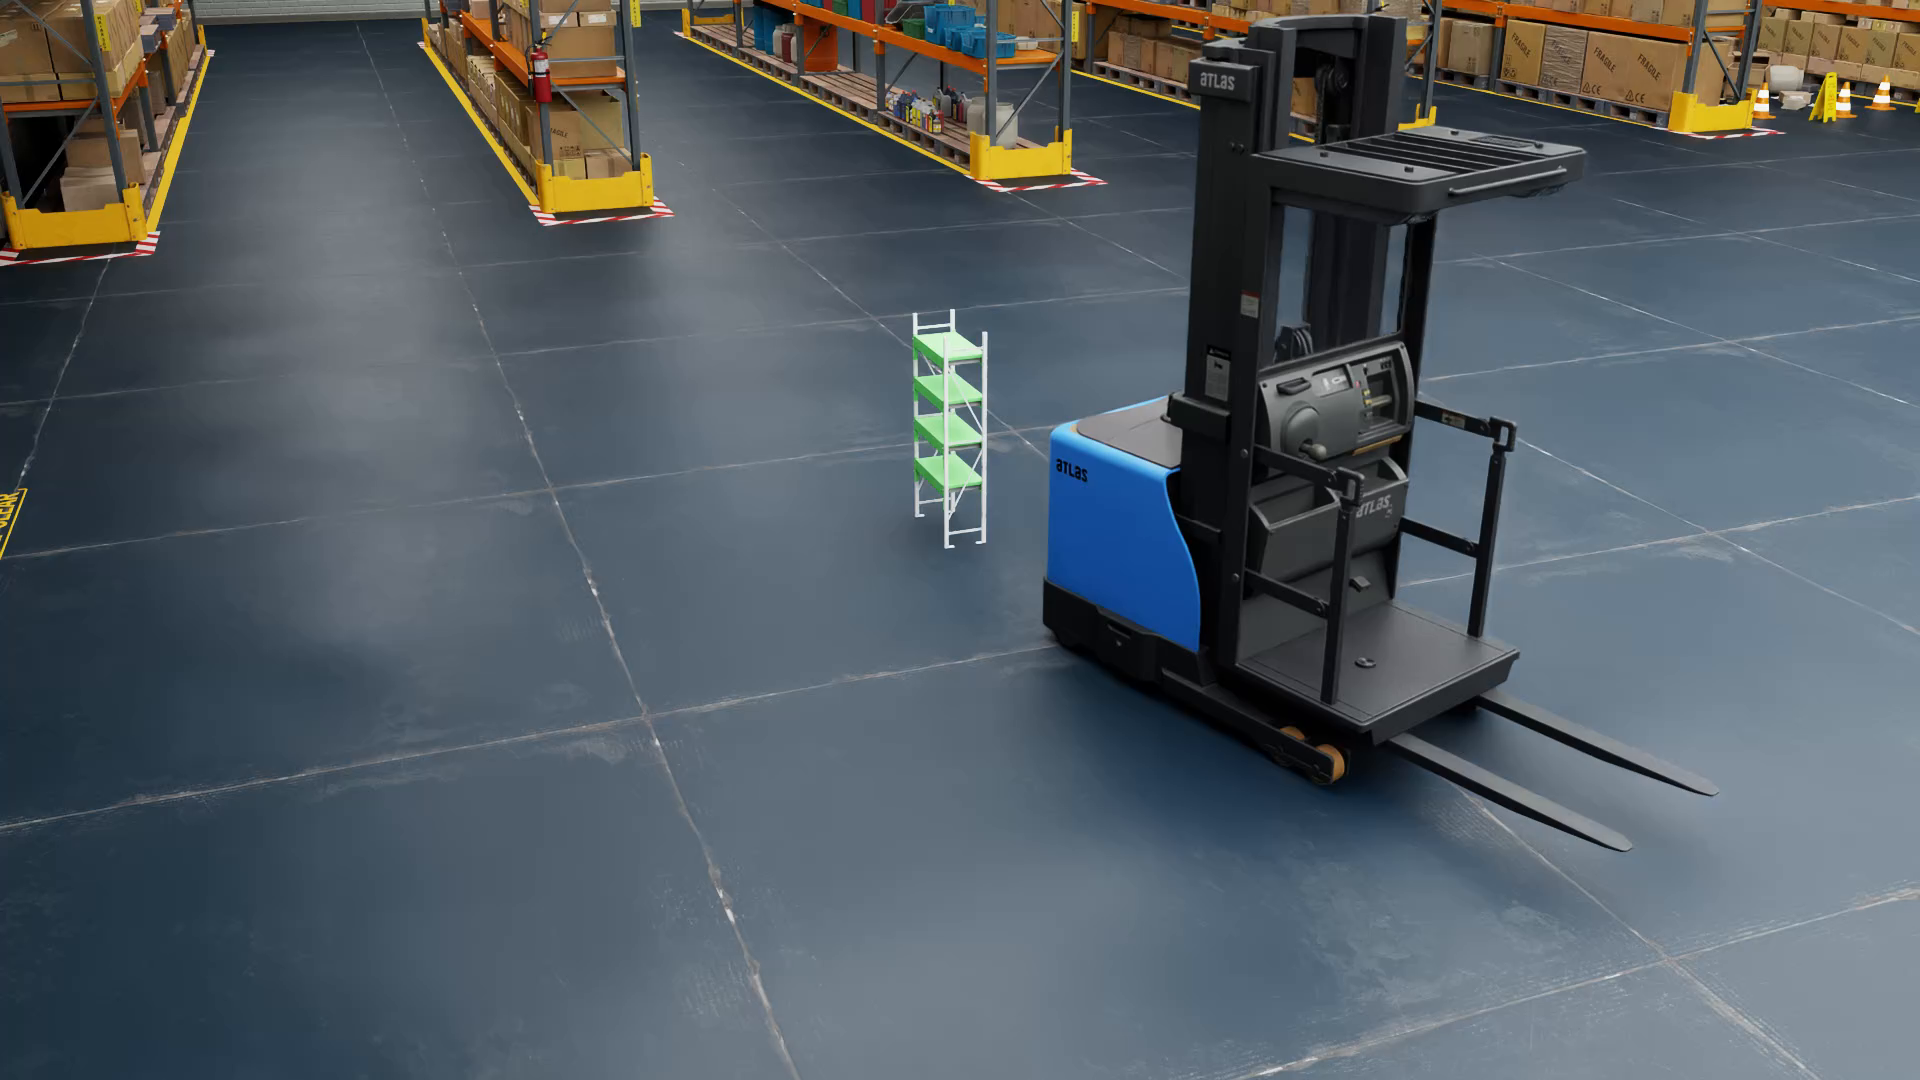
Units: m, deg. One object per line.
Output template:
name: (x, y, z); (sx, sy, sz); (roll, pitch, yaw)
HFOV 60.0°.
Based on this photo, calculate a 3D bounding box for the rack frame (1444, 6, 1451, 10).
rack frame: (10.440, -12.009, 33.880); (1.000, 3.000, 0.127); (-8, 24, -19)

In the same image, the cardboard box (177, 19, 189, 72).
cardboard box: (-12.381, -7.595, 25.635); (0.750, 0.750, 0.750); (-8, 24, -18)

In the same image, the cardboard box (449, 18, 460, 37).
cardboard box: (-7.803, -8.115, 26.329); (0.500, 0.250, 0.500); (-8, 24, -19)

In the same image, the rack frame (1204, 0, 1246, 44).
rack frame: (3.996, -7.742, 23.758); (1.000, 3.000, 0.127); (-8, 24, -19)

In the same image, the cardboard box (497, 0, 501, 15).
cardboard box: (-5.892, -7.085, 22.070); (0.500, 0.500, 0.500); (-8, 24, -19)

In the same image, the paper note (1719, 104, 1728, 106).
paper note: (11.134, -6.352, 24.282); (0.144, 0.017, 0.142); (0, 23, -1)

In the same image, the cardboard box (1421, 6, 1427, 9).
cardboard box: (7.389, -8.763, 28.535); (1.050, 0.750, 0.750); (-9, 24, -20)

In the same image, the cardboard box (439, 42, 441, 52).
cardboard box: (-8.755, -8.477, 28.604); (0.380, 0.149, 0.250); (-8, 24, -19)

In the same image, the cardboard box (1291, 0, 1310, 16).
cardboard box: (4.815, -7.029, 21.552); (0.875, 0.500, 0.500); (-8, 24, -19)

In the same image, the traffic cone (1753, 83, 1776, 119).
traffic cone: (11.225, -6.152, 23.250); (0.336, 0.463, 0.334); (-8, 24, -19)

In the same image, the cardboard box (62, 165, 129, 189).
cardboard box: (-8.855, -3.685, 17.026); (0.500, 0.311, 0.500); (-6, 24, -15)

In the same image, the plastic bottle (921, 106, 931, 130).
plastic bottle: (-0.396, -5.310, 20.927); (0.152, 0.276, 0.135); (-9, 24, -20)

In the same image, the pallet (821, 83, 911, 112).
pallet: (-1.387, -6.502, 24.405); (1.003, 0.211, 1.213); (-8, 24, -19)

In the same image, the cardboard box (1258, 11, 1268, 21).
cardboard box: (4.255, -7.057, 22.454); (0.380, 0.149, 0.250); (-8, 24, -19)

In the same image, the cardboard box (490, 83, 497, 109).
cardboard box: (-5.685, -5.677, 21.135); (0.500, 0.311, 0.500); (-8, 24, -19)

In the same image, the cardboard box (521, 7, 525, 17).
cardboard box: (-4.632, -5.859, 18.325); (0.380, 0.149, 0.250); (-8, 24, -18)

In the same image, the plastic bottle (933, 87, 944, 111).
plastic bottle: (-0.276, -5.831, 22.066); (0.144, 0.351, 0.185); (-8, 24, -19)

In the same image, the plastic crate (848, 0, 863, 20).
plastic crate: (-1.319, -7.414, 22.998); (0.392, 0.384, 0.575); (-8, 24, -19)

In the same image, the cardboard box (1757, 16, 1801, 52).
cardboard box: (13.222, -8.123, 26.694); (0.500, 0.500, 0.500); (-7, 24, -16)

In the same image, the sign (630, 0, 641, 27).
sign: (-3.339, -5.441, 17.080); (0.100, 0.325, 0.005); (-8, 24, -19)

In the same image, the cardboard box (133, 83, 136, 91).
cardboard box: (-10.528, -5.713, 20.630); (0.500, 0.250, 0.500); (-9, 25, -21)

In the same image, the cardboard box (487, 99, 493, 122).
cardboard box: (-5.868, -5.606, 21.688); (0.500, 0.250, 0.500); (-9, 24, -20)

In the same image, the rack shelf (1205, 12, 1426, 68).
rack shelf: (4.702, -6.684, 22.173); (1.077, 0.370, 4.000); (-8, 24, -19)

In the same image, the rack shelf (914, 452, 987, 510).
rack shelf: (-0.058, -0.333, 9.278); (0.258, 0.148, 0.480); (-8, 24, -19)

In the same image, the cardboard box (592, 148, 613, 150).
cardboard box: (-4.022, -4.264, 18.505); (0.500, 0.250, 0.500); (-8, 24, -19)

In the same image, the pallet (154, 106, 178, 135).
pallet: (-11.045, -5.588, 22.236); (1.003, 0.211, 1.213); (-8, 24, -19)

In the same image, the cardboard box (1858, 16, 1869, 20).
cardboard box: (17.180, -9.628, 30.747); (0.875, 0.625, 0.625); (-9, 25, -21)

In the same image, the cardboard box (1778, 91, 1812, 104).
cardboard box: (12.327, -6.534, 24.561); (0.380, 0.149, 0.250); (4, 23, 9)

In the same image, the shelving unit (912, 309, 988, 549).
shelving unit: (-0.058, -0.613, 9.160); (0.258, 1.200, 0.503); (-8, 24, -19)

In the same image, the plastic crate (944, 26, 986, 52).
plastic crate: (0.094, -5.919, 19.622); (0.499, 0.251, 0.408); (-8, 24, -19)

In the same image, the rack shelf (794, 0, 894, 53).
rack shelf: (-1.345, -7.458, 24.009); (1.077, 0.370, 4.000); (-8, 24, -19)

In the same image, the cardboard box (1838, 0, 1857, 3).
cardboard box: (13.636, -8.274, 25.343); (0.380, 0.149, 0.250); (-8, 24, -19)

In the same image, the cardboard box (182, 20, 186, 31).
cardboard box: (-12.851, -8.386, 27.128); (0.380, 0.149, 0.250); (-8, 24, -17)

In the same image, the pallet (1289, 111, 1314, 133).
pallet: (4.701, -5.774, 22.678); (1.003, 0.211, 1.213); (-8, 24, -19)

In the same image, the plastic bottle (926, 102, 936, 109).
plastic bottle: (-0.395, -5.467, 21.299); (0.152, 0.276, 0.135); (-8, 24, -19)

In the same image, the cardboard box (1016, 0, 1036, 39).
cardboard box: (1.731, -9.309, 29.670); (1.225, 0.875, 0.875); (-9, 25, -21)

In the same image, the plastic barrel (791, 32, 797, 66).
plastic barrel: (-2.523, -7.932, 26.869); (0.421, 0.512, 0.421); (0, 23, 0)

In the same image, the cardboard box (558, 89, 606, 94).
cardboard box: (-4.369, -4.974, 19.223); (0.500, 0.500, 0.500); (-8, 24, -19)

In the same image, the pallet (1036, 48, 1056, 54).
pallet: (1.947, -8.650, 29.502); (1.003, 0.211, 1.213); (-8, 24, -19)

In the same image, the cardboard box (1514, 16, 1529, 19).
cardboard box: (11.376, -10.357, 32.156); (0.875, 0.875, 0.875); (-8, 24, -18)

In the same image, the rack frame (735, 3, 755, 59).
rack frame: (-3.464, -9.970, 29.042); (1.000, 3.000, 0.127); (-8, 24, -19)

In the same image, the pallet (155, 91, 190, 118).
pallet: (-11.527, -6.169, 23.614); (1.003, 0.211, 1.213); (-8, 24, -19)

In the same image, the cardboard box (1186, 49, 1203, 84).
cardboard box: (3.799, -7.019, 24.694); (0.700, 0.500, 0.500); (-10, 25, -23)

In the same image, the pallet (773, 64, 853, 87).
pallet: (-2.369, -7.512, 26.801); (1.003, 0.211, 1.213); (-8, 24, -19)

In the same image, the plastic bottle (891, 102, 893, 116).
plastic bottle: (-0.864, -5.726, 22.011); (0.097, 0.201, 0.097); (0, 23, 0)

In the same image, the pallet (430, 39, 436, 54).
pallet: (-9.203, -9.143, 30.670); (1.003, 0.211, 1.213); (-8, 24, -19)

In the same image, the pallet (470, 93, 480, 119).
pallet: (-6.432, -6.249, 23.804); (1.003, 0.211, 1.213); (-8, 24, -19)

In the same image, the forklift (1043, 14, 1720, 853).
forklift: (1.716, -0.559, 6.803); (1.130, 2.935, 3.031); (-17, 28, -35)

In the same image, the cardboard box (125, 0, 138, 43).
cardboard box: (-9.268, -5.679, 18.065); (0.500, 0.500, 0.500); (-8, 24, -19)

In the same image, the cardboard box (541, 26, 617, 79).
cardboard box: (-4.013, -5.149, 17.475); (0.700, 0.500, 0.500); (-8, 24, -19)

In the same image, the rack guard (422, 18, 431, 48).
rack guard: (-9.486, -9.565, 31.301); (1.175, 0.500, 0.348); (-8, 24, -19)

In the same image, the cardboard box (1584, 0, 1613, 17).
cardboard box: (9.390, -7.735, 23.547); (0.875, 0.550, 0.500); (-8, 24, -19)

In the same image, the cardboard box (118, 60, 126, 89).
cardboard box: (-8.565, -4.598, 16.464); (0.500, 0.250, 0.500); (-9, 25, -21)
